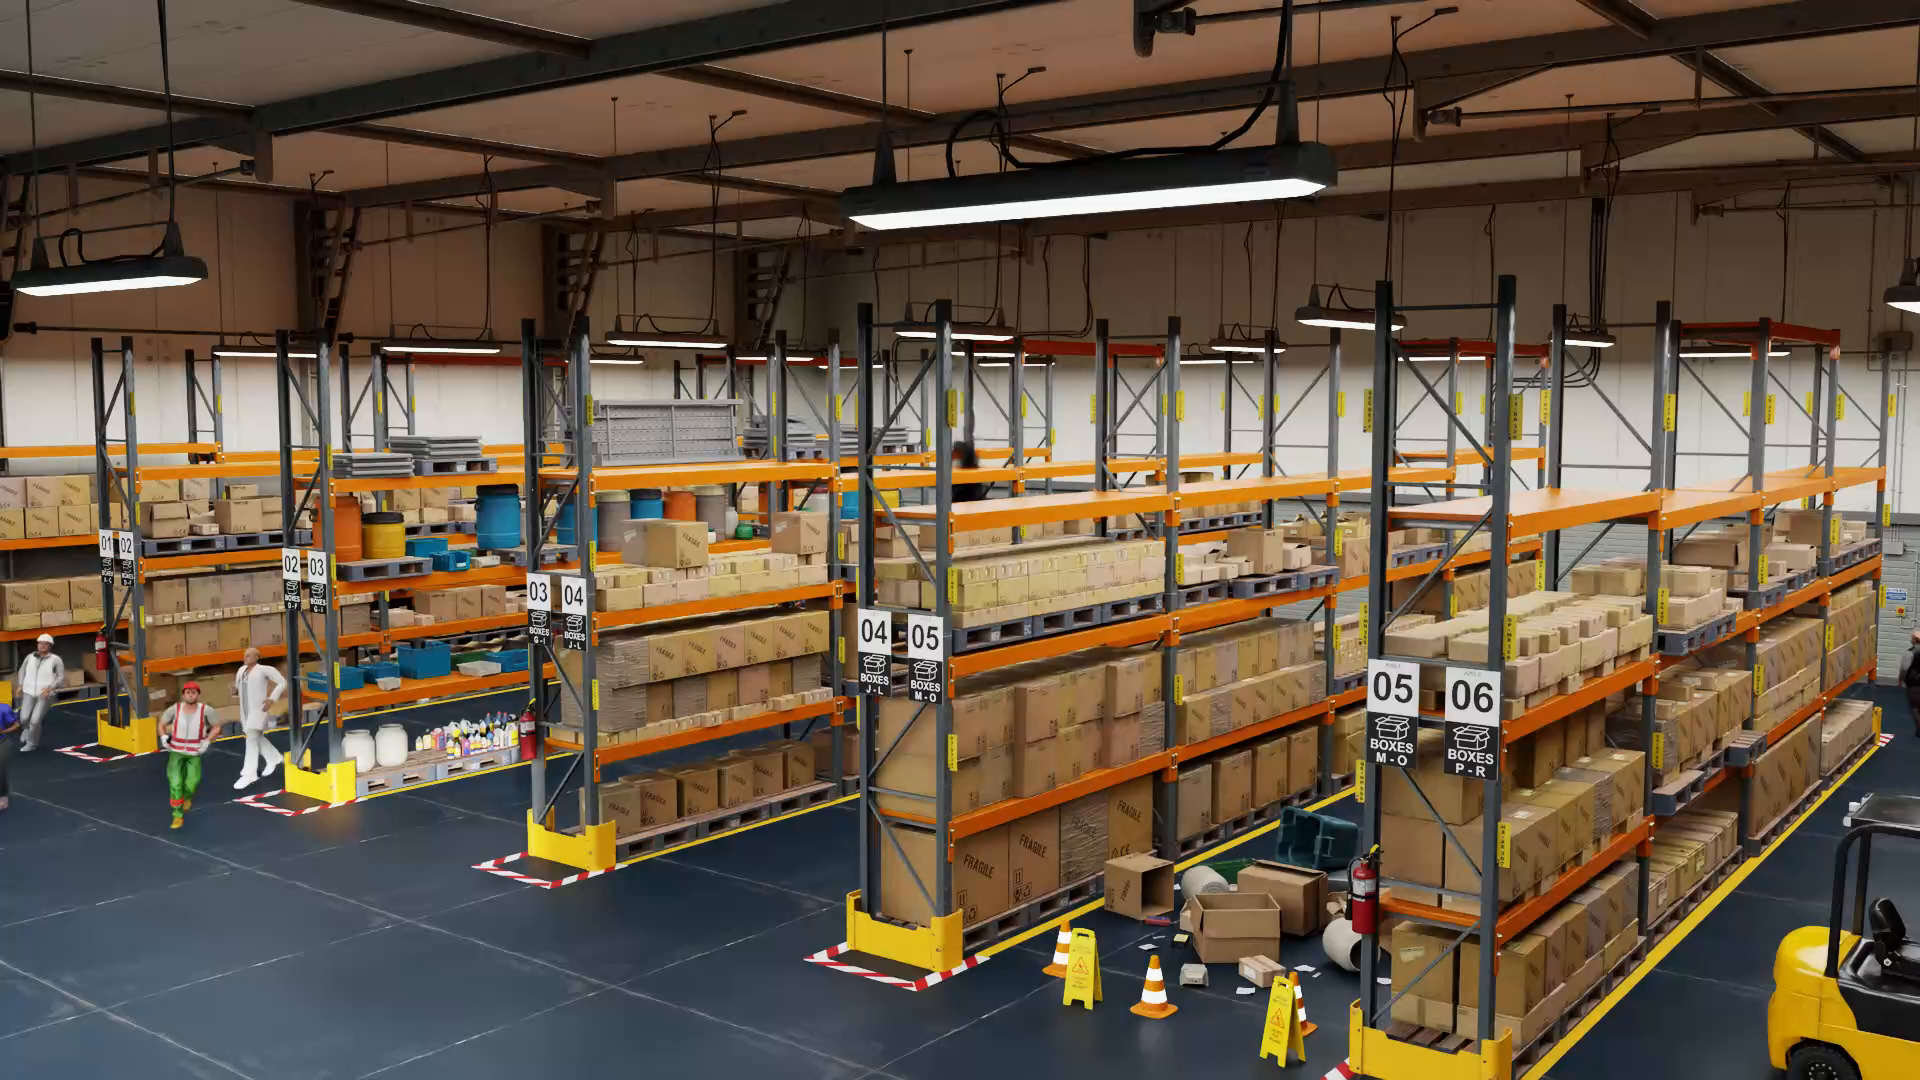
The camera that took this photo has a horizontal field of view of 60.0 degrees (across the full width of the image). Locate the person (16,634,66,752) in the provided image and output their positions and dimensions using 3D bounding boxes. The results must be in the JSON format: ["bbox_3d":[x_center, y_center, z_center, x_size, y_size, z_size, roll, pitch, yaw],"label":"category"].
[{"bbox_3d":[-13.350,2.219,24.119,0.684,1.700,0.534,-1,5,-11],"label":"person"}]

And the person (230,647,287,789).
[{"bbox_3d":[-9.386,2.310,22.100,0.728,1.782,1.028,2,5,25],"label":"person"}]

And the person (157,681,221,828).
[{"bbox_3d":[-9.326,2.562,20.130,0.694,1.727,0.655,-2,5,-17],"label":"person"}]

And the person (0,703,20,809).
[{"bbox_3d":[-11.766,2.578,20.296,0.566,1.678,0.860,-2,5,-18],"label":"person"}]

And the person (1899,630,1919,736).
[{"bbox_3d":[14.380,2.173,24.944,0.696,1.651,0.617,0,5,-5],"label":"person"}]
